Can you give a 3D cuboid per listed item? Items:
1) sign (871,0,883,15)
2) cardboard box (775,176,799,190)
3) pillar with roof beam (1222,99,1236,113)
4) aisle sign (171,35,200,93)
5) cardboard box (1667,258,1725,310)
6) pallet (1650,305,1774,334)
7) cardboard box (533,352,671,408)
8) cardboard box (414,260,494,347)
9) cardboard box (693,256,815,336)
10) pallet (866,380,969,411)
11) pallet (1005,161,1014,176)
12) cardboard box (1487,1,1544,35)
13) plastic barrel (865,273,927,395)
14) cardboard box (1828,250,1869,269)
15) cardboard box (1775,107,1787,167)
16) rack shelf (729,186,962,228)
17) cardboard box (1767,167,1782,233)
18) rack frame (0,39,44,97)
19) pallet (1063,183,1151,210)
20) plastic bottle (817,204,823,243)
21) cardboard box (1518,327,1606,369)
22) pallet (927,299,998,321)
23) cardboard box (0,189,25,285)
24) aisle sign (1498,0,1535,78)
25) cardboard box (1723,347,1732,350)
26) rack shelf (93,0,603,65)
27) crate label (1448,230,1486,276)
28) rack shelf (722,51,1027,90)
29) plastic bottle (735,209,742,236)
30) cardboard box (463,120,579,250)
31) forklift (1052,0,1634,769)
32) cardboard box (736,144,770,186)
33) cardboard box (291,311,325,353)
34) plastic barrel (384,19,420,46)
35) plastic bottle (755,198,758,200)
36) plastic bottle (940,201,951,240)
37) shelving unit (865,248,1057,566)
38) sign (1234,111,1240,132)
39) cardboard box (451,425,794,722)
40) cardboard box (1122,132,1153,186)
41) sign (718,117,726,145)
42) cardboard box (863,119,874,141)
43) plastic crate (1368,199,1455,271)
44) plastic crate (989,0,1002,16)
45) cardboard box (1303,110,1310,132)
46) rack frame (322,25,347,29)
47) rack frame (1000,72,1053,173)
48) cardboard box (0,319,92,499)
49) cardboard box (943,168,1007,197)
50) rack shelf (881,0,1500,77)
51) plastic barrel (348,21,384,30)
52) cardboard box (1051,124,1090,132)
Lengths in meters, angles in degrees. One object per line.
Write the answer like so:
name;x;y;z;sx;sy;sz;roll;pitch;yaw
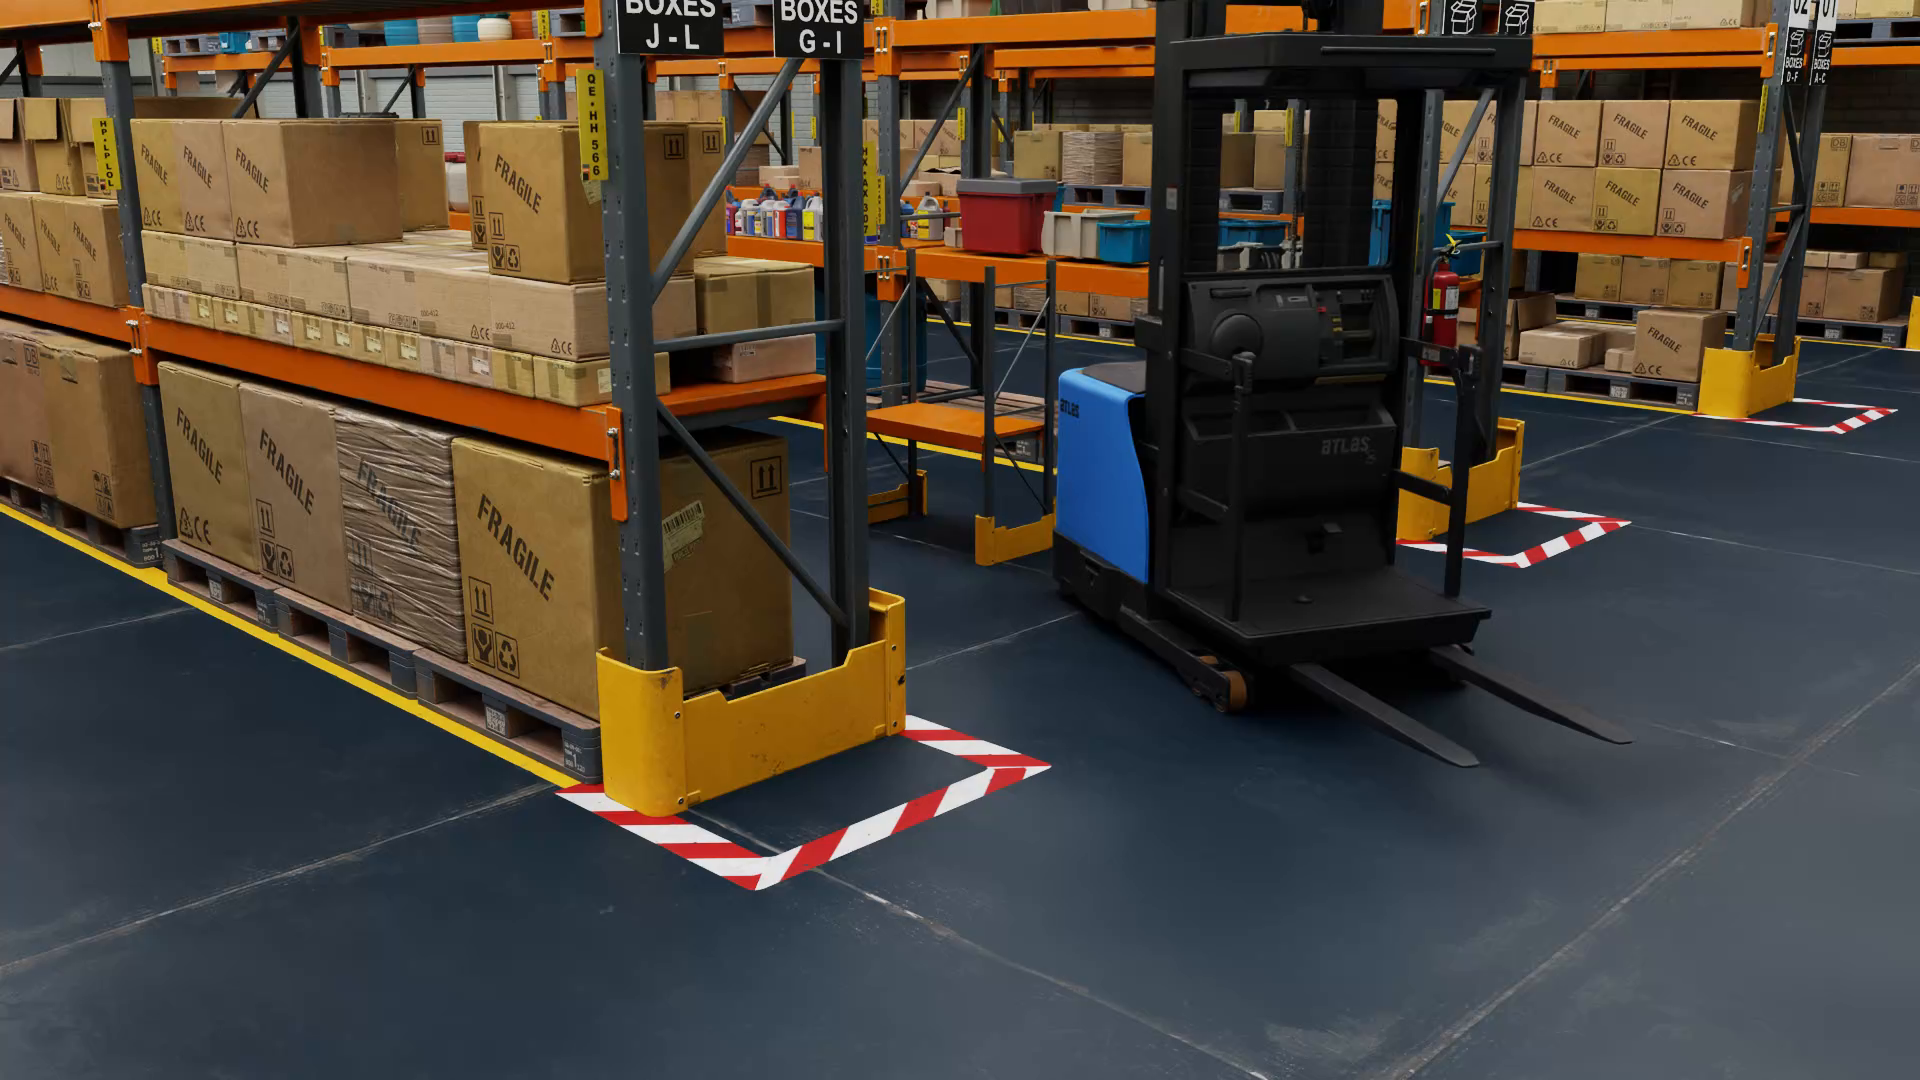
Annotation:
sign;-0.547;-3.632;10.954;0.005;0.325;0.100;14;20;42
cardboard box;-1.986;-4.260;19.831;0.250;0.149;0.380;14;20;42
pillar with roof beam;0.509;-7.280;19.024;0.400;9.000;9.100;14;20;42
aisle sign;-9.058;-5.593;19.292;0.004;0.787;0.394;14;20;42
cardboard box;7.907;-2.739;17.619;0.700;0.500;0.500;-14;20;-43
pallet;8.088;-2.363;17.584;1.213;0.211;1.003;14;20;42
cardboard box;-1.207;-0.557;5.620;0.380;0.149;0.250;-14;20;-43
cardboard box;-1.620;-0.873;6.042;0.500;0.250;0.500;13;20;41
cardboard box;-0.881;-0.881;6.070;0.500;0.250;0.500;13;19;41
pallet;-0.691;-1.069;12.614;1.213;0.211;1.003;14;20;42
pallet;1.402;-5.221;23.400;1.213;0.211;1.003;14;20;42
cardboard box;4.533;-4.160;13.296;0.500;0.250;0.500;14;20;42
plastic barrel;-0.544;-1.561;12.304;0.708;0.901;0.600;14;20;42
cardboard box;8.800;-2.775;16.470;0.250;0.149;0.380;13;20;42
cardboard box;6.020;-3.131;12.820;0.500;0.500;0.500;-14;20;-42
rack shelf;-1.043;-3.876;19.284;4.000;0.370;1.077;14;20;42
cardboard box;6.020;-2.648;12.946;0.500;0.500;0.500;-14;20;-43
rack frame;-6.482;-2.076;10.952;0.127;3.000;1.000;14;20;42
pallet;1.800;-3.441;16.571;1.213;0.211;1.003;14;20;42
plastic bottle;-0.935;-2.289;12.016;0.135;0.276;0.152;14;20;42
cardboard box;4.931;-1.578;13.621;0.500;0.250;0.500;14;20;42
pallet;-0.168;-2.676;18.782;1.213;0.211;1.003;14;20;42
cardboard box;-5.218;-1.724;9.399;0.500;0.500;0.500;14;20;42
aisle sign;2.973;-2.875;8.859;0.004;0.787;0.394;14;20;42
cardboard box;6.093;-1.443;13.301;0.250;0.149;0.380;14;20;42
rack shelf;-2.162;-2.130;6.634;4.000;0.370;1.077;14;20;42
crate label;2.766;-1.626;9.437;0.303;0.233;0.416;14;20;42
rack shelf;-1.043;-5.327;18.906;4.000;0.370;1.077;14;20;42
plastic bottle;-1.665;-2.421;12.669;0.097;0.201;0.097;0;15;0
cardboard box;-1.618;-1.421;6.655;0.500;0.500;0.500;13;19;41
forklift;1.411;-0.870;6.456;1.130;2.935;3.031;-5;15;-19
cardboard box;-2.806;-4.699;20.818;0.500;0.500;0.700;13;19;41
cardboard box;-2.497;-0.870;6.820;0.250;0.149;0.380;13;19;41
plastic barrel;-5.407;-5.320;16.457;0.708;0.901;0.600;14;20;42
plastic bottle;-1.634;-2.725;13.675;0.133;0.283;0.061;14;20;42
plastic bottle;-0.132;-2.360;12.274;0.133;0.283;0.061;14;20;42
shelving unit;-0.055;-0.739;8.794;1.083;1.500;0.587;14;20;42
sign;3.463;-5.195;20.783;0.005;0.325;0.100;14;20;42
cardboard box;-1.239;0.051;6.167;0.875;0.875;0.875;14;20;42
cardboard box;1.962;-3.723;16.242;0.500;0.500;0.700;8;17;28
sign;-2.867;-4.930;20.030;0.005;0.325;0.100;14;20;42
cardboard box;-1.442;-6.247;25.730;0.500;0.500;0.500;14;20;42
plastic crate;2.345;-1.646;9.111;0.499;0.435;0.616;14;20;42
plastic crate;0.351;-3.605;11.290;0.662;0.188;0.450;14;20;42
cardboard box;4.368;-5.118;20.311;0.500;0.250;0.500;13;20;41
rack frame;-5.923;-6.578;16.332;0.127;3.000;1.000;14;20;42
rack frame;0.953;-5.474;23.990;0.127;3.000;1.000;14;20;42
cardboard box;-4.721;-0.816;9.495;0.875;0.875;1.225;13;19;40
cardboard box;0.166;-3.902;18.136;0.500;0.311;0.500;-13;19;-41
rack shelf;1.276;-3.029;10.084;4.000;0.370;1.077;14;20;42
plastic barrel;-6.097;-5.495;17.070;0.421;0.512;0.421;0;15;0
cardboard box;1.693;-5.541;23.176;0.700;0.500;0.500;-12;19;-39
